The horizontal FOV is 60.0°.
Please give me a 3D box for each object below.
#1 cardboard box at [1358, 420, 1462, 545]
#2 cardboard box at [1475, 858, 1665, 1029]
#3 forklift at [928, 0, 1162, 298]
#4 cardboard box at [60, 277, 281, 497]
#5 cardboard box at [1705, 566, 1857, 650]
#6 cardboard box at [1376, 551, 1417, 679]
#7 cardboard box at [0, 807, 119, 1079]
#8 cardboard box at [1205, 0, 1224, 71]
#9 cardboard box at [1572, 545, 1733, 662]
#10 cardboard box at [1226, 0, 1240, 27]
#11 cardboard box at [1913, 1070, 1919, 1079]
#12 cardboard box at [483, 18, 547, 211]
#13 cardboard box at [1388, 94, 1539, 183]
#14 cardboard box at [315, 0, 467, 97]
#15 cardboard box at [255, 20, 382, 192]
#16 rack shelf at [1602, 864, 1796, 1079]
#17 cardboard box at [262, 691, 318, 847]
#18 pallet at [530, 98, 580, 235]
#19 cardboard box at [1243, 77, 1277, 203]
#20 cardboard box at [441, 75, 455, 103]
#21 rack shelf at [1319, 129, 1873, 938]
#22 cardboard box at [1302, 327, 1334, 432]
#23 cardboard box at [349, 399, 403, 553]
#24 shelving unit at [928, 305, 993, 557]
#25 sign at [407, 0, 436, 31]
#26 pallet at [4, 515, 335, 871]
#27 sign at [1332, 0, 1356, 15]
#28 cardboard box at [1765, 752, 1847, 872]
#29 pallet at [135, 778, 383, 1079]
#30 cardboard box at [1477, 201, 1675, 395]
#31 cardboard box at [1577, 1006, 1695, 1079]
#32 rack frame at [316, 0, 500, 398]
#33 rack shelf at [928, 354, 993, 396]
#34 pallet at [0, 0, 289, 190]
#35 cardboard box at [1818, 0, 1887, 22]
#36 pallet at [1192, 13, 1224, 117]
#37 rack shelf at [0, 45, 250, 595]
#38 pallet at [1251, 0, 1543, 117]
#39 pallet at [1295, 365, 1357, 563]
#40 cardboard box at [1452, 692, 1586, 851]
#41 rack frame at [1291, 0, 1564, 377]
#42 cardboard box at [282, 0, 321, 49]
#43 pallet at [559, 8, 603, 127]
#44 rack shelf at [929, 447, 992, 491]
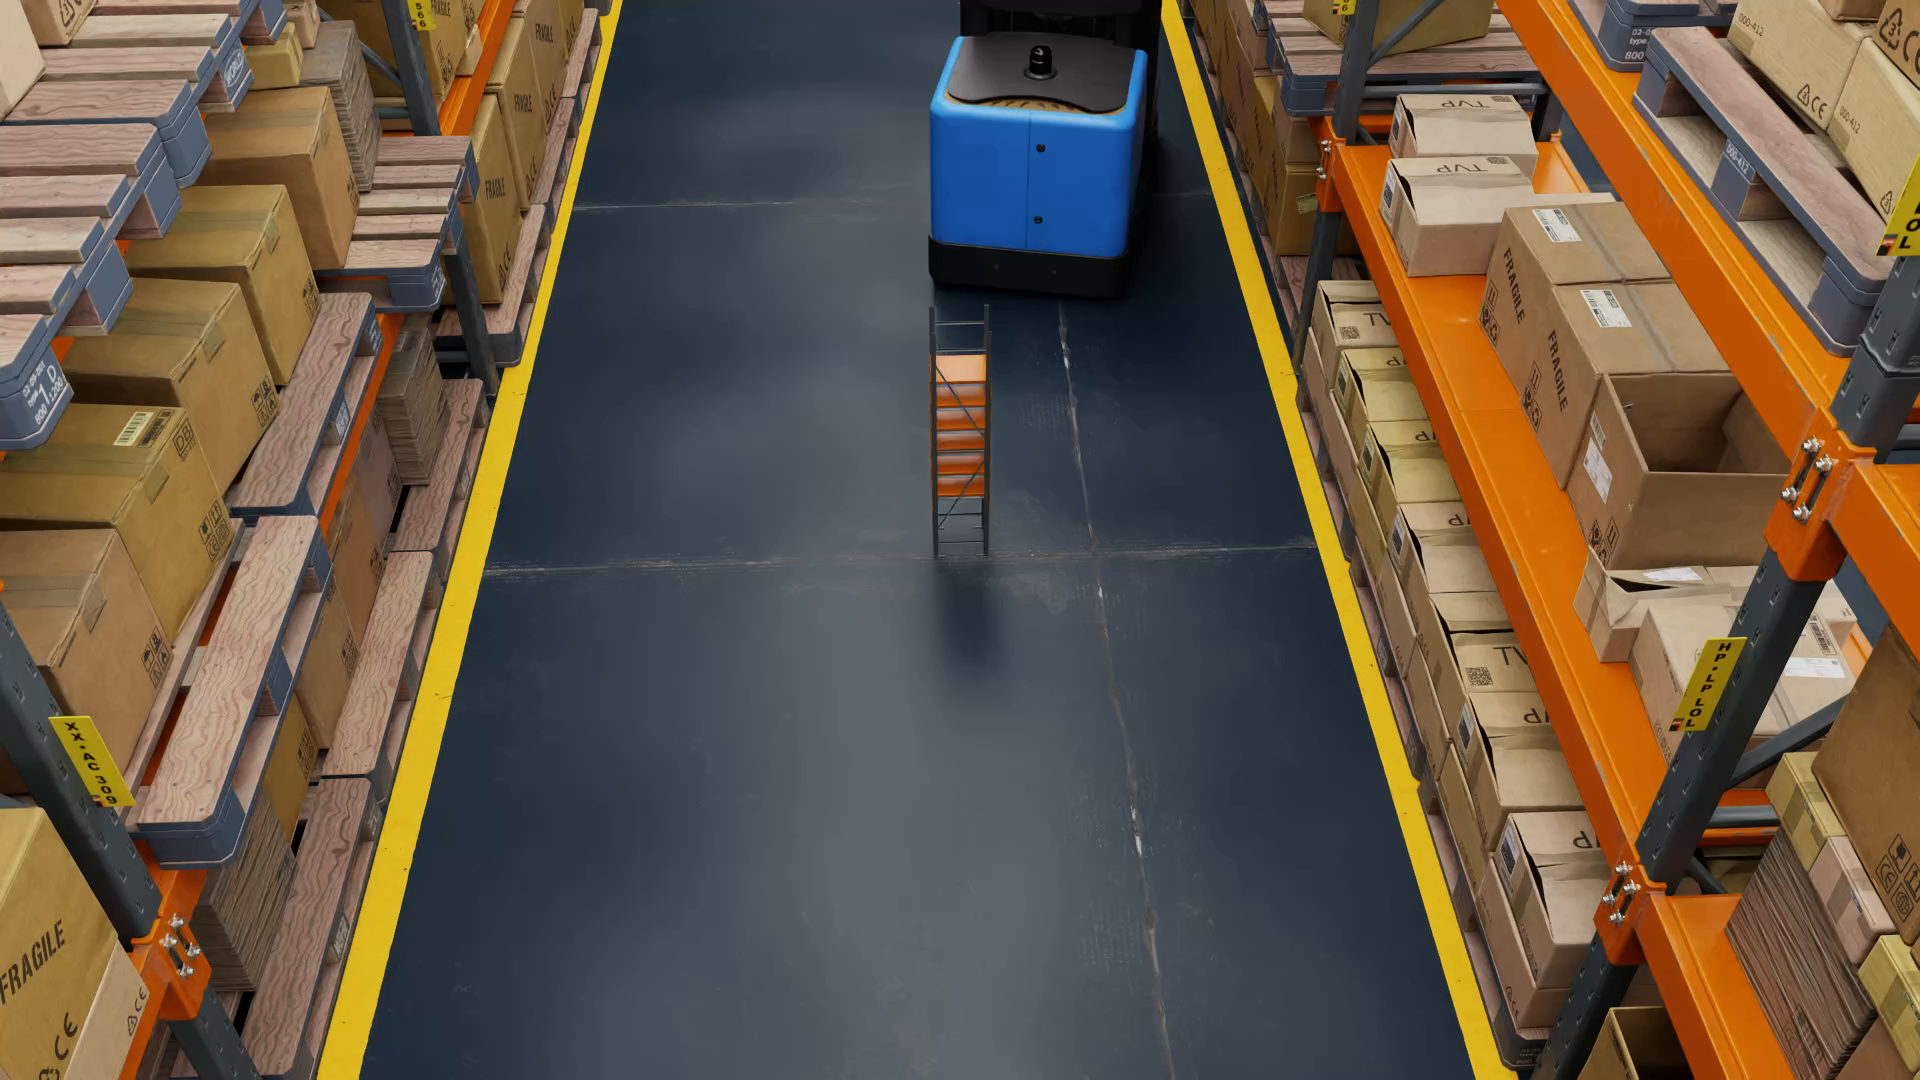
[{"bbox_3d":[1.949,-0.262,6.775,0.500,0.311,0.500,-3,43,-3],"label":"cardboard box"},{"bbox_3d":[2.033,1.313,5.472,0.500,0.250,0.500,-2,43,-2],"label":"cardboard box"},{"bbox_3d":[0.584,-3.347,8.883,1.130,2.935,3.031,6,43,7],"label":"forklift"},{"bbox_3d":[-2.672,-0.494,5.320,0.700,0.500,0.500,4,43,4],"label":"cardboard box"},{"bbox_3d":[2.507,0.214,5.132,0.380,0.149,0.250,-2,43,-2],"label":"cardboard box"},{"bbox_3d":[1.971,0.282,6.596,0.500,0.250,0.500,-1,43,-1],"label":"cardboard box"},{"bbox_3d":[-2.280,0.952,3.682,0.500,0.500,0.500,-2,43,-2],"label":"cardboard box"},{"bbox_3d":[1.811,-3.223,10.220,0.500,0.500,0.500,-1,43,-1],"label":"cardboard box"},{"bbox_3d":[2.119,0.187,5.075,0.396,0.266,0.258,-3,43,-3],"label":"cardboard box"},{"bbox_3d":[1.820,-3.184,9.622,0.500,0.250,0.500,-2,43,-2],"label":"cardboard box"},{"bbox_3d":[2.194,1.157,3.363,0.380,0.149,0.250,-2,43,-2],"label":"cardboard box"},{"bbox_3d":[-2.710,-2.284,8.952,0.750,0.750,0.750,-2,43,-2],"label":"cardboard box"},{"bbox_3d":[2.142,-1.695,7.095,0.500,0.311,0.500,1,43,1],"label":"cardboard box"},{"bbox_3d":[-2.544,-2.319,7.401,0.500,0.500,0.500,0,43,-1],"label":"cardboard box"},{"bbox_3d":[-2.749,-1.712,6.648,0.700,0.500,0.500,-6,43,-7],"label":"cardboard box"},{"bbox_3d":[2.425,2.341,3.158,1.077,0.370,4.000,-2,43,-2],"label":"rack shelf"},{"bbox_3d":[-2.729,0.786,5.847,0.700,0.500,0.500,-2,43,-3],"label":"cardboard box"},{"bbox_3d":[-2.786,-2.158,9.598,1.003,0.211,1.213,-2,43,-2],"label":"pallet"},{"bbox_3d":[1.874,-2.190,9.093,0.500,0.500,0.500,-3,43,-3],"label":"cardboard box"},{"bbox_3d":[-2.563,-2.144,7.690,0.380,0.149,0.250,-1,43,-1],"label":"cardboard box"},{"bbox_3d":[2.255,-0.359,6.104,1.077,0.370,4.000,-2,43,-2],"label":"rack shelf"},{"bbox_3d":[1.899,-0.754,7.727,0.500,0.250,0.500,-2,43,-2],"label":"cardboard box"},{"bbox_3d":[-2.790,-0.235,6.961,0.700,0.500,0.500,-2,43,-2],"label":"cardboard box"},{"bbox_3d":[0.001,-0.433,6.984,0.258,1.200,0.189,-2,43,-2],"label":"shelving unit"},{"bbox_3d":[-2.237,-2.250,6.836,0.100,0.325,0.005,-2,43,-2],"label":"sign"},{"bbox_3d":[-2.496,0.421,4.863,1.003,0.211,1.213,-2,43,-2],"label":"pallet"},{"bbox_3d":[1.629,-2.351,6.946,0.100,0.325,0.005,-2,43,-2],"label":"sign"},{"bbox_3d":[2.158,0.637,3.931,0.380,0.149,0.250,-2,43,-2],"label":"cardboard box"},{"bbox_3d":[-2.643,1.373,5.746,1.003,0.211,1.213,-2,43,-2],"label":"pallet"},{"bbox_3d":[2.258,-0.879,6.065,0.500,0.500,0.500,-4,43,-4],"label":"cardboard box"},{"bbox_3d":[2.047,1.630,4.571,0.500,0.500,0.500,-2,43,-2],"label":"cardboard box"},{"bbox_3d":[-2.779,-1.830,7.176,1.000,3.000,0.127,-2,43,-2],"label":"rack frame"},{"bbox_3d":[0.001,-0.665,6.770,0.258,0.103,0.180,-2,43,-2],"label":"rack shelf"},{"bbox_3d":[-2.576,-1.286,4.502,1.213,0.211,1.003,-2,43,-2],"label":"pallet"},{"bbox_3d":[2.306,-1.557,3.904,0.500,0.500,0.500,2,43,2],"label":"cardboard box"},{"bbox_3d":[2.073,-3.099,10.625,1.003,0.211,1.213,-2,43,-2],"label":"pallet"},{"bbox_3d":[-2.694,-1.321,4.933,1.077,0.370,4.000,-2,43,-2],"label":"rack shelf"},{"bbox_3d":[2.071,-2.360,7.896,1.213,0.211,1.003,-2,43,-2],"label":"pallet"},{"bbox_3d":[2.166,-0.390,7.669,1.003,0.211,1.213,-2,43,-2],"label":"pallet"},{"bbox_3d":[2.008,0.761,5.658,0.500,0.311,0.500,-1,43,-1],"label":"cardboard box"},{"bbox_3d":[2.170,-1.975,7.334,1.000,3.000,0.127,-2,43,-2],"label":"rack frame"},{"bbox_3d":[-2.734,-2.036,6.522,0.380,0.149,0.250,-7,43,-7],"label":"cardboard box"},{"bbox_3d":[-2.841,-2.984,10.499,1.003,0.211,1.213,-2,43,-2],"label":"pallet"},{"bbox_3d":[0.001,-0.311,7.095,0.258,0.103,0.180,-2,43,-2],"label":"rack shelf"}]
